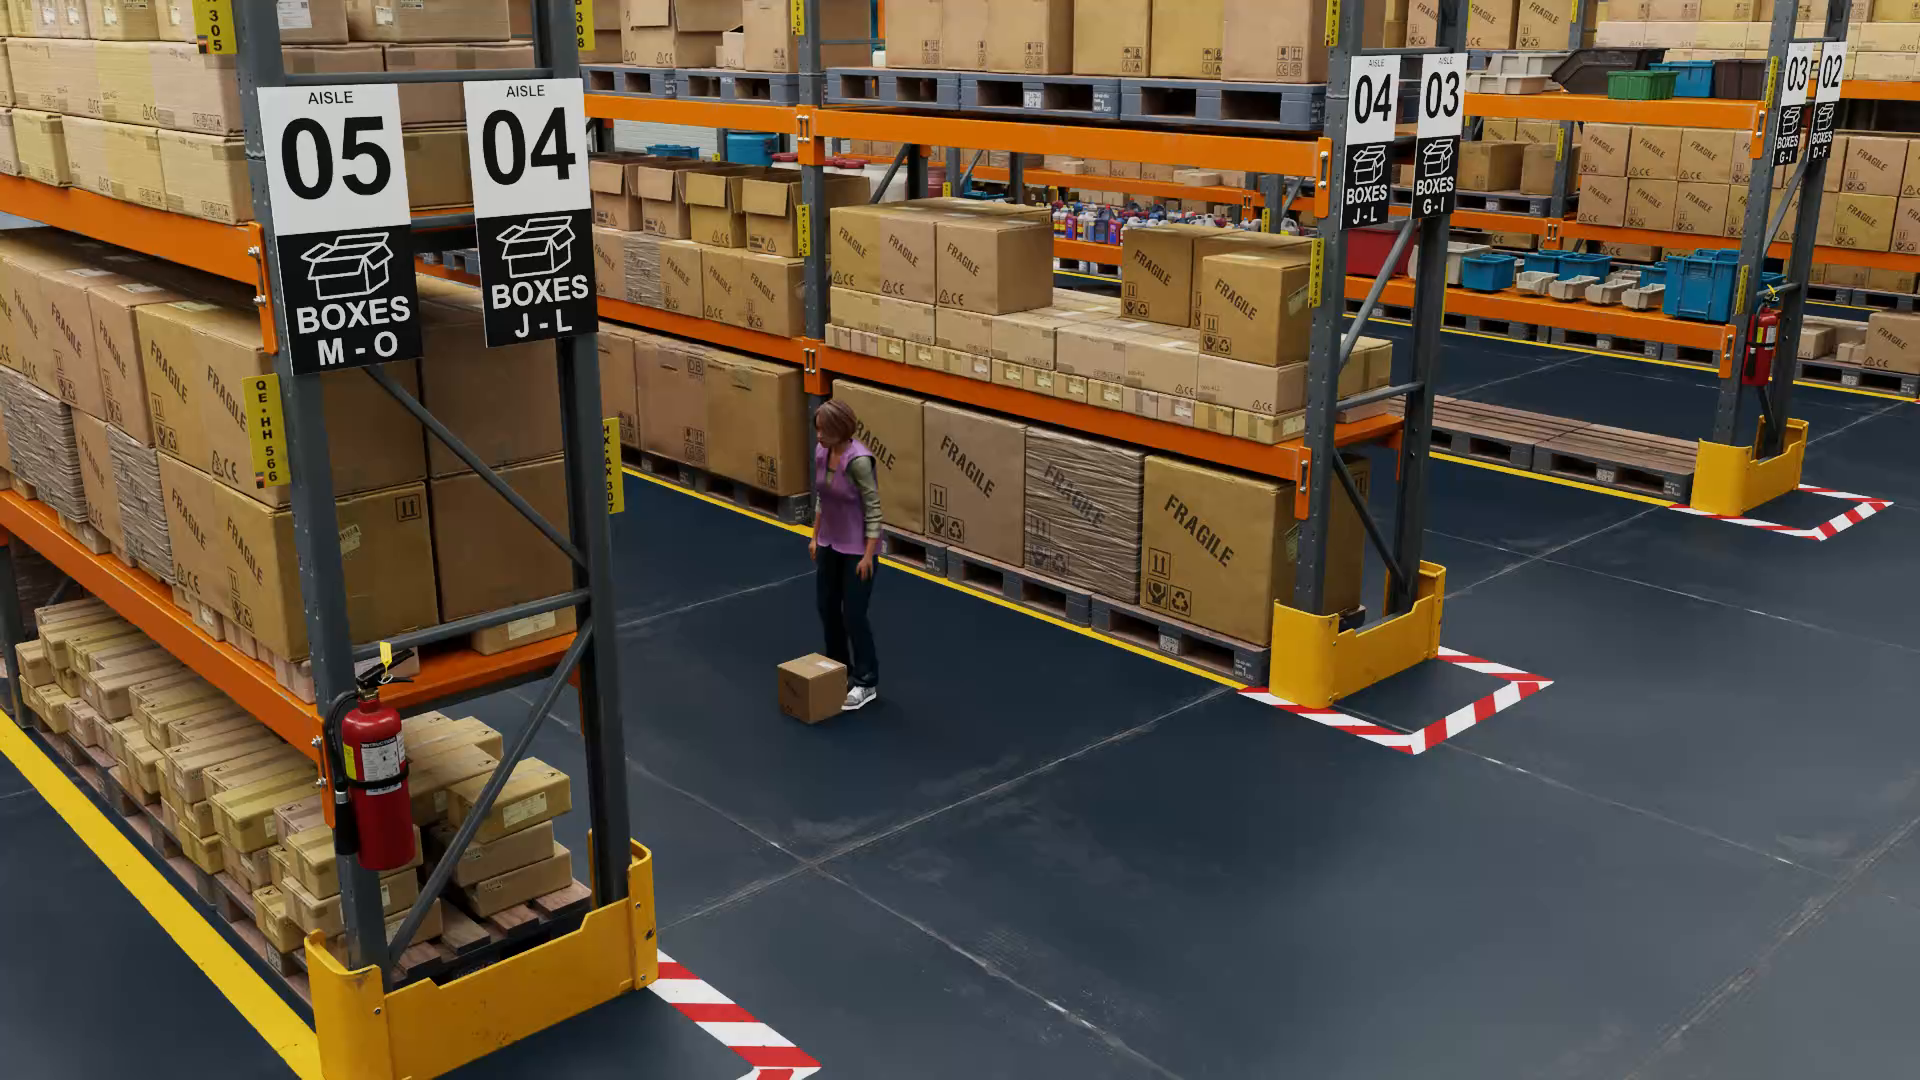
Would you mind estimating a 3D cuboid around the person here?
[{"bbox_3d":[-0.579,0.059,8.383,0.350,1.592,0.467,-16,24,-41],"label":"person"}]
